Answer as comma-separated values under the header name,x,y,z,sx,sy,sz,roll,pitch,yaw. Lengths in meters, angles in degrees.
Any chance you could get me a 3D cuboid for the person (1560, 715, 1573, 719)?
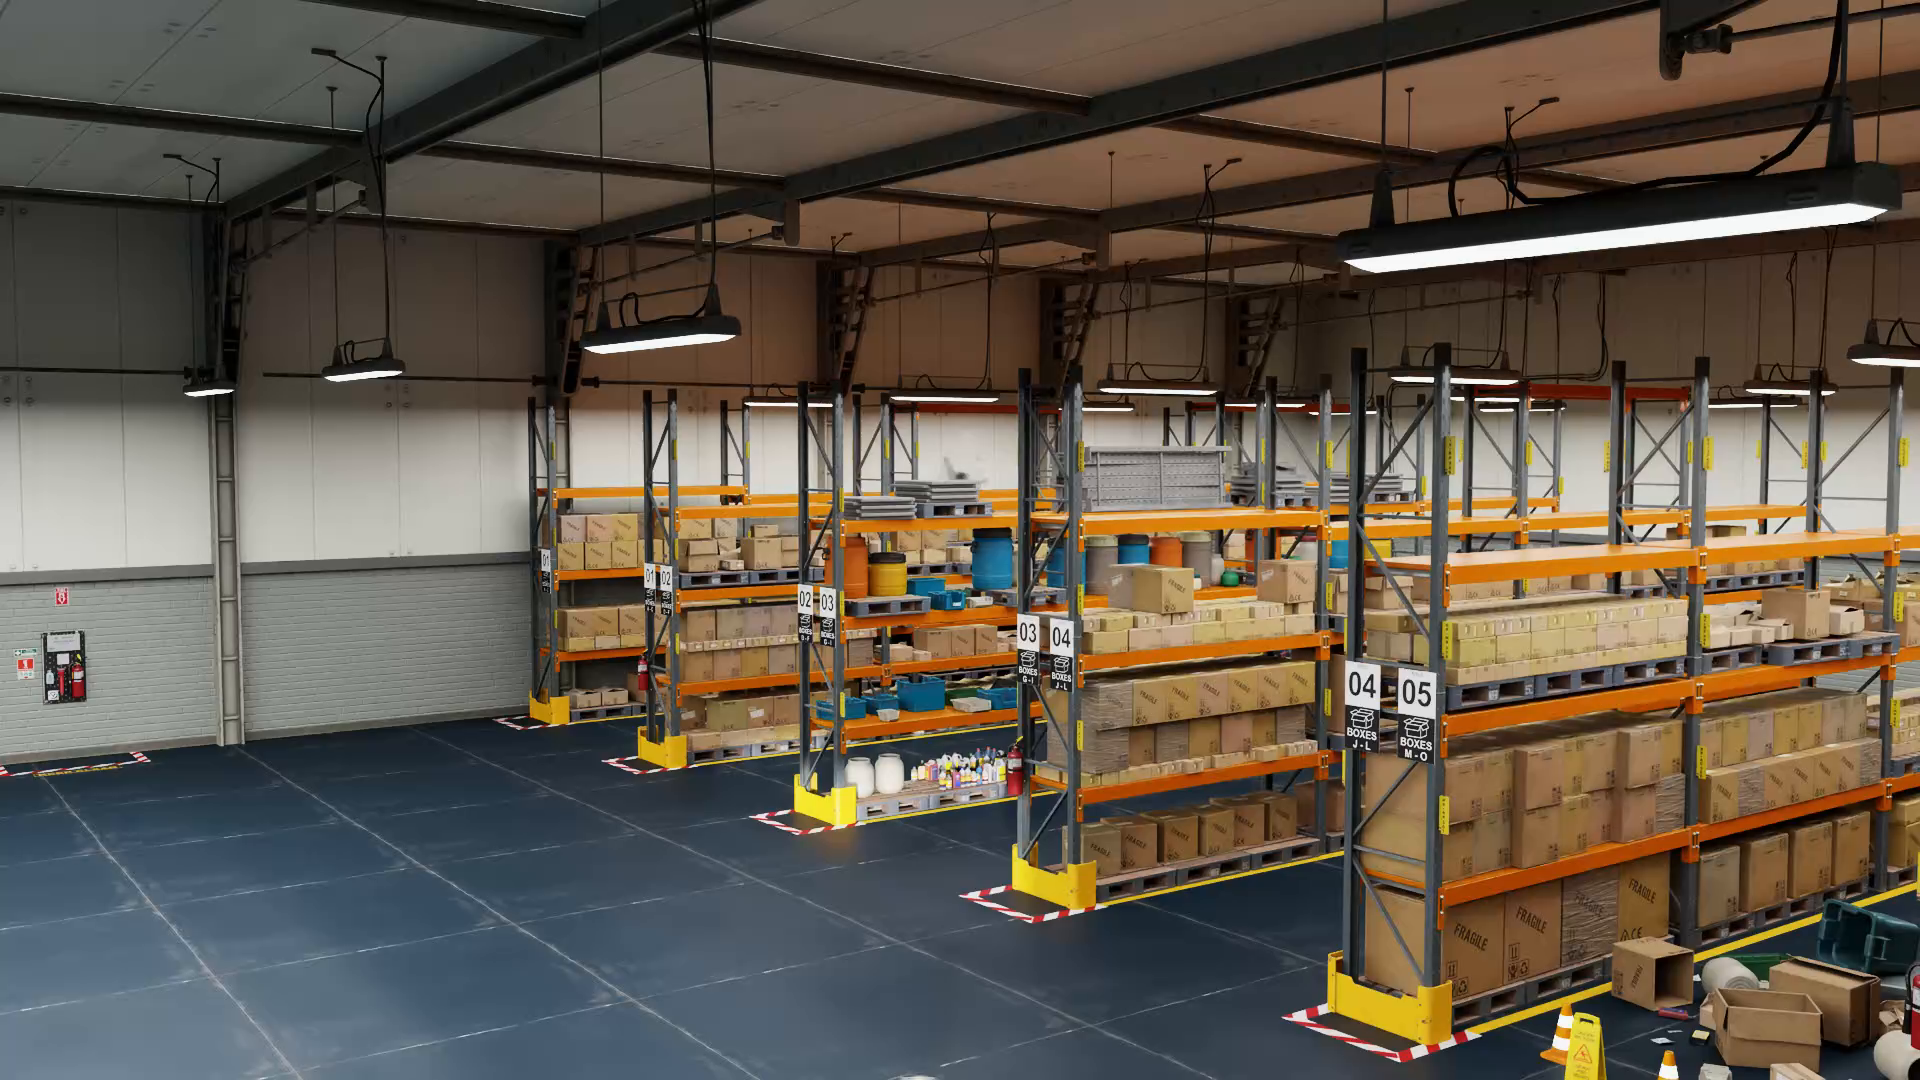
name,x,y,z,sx,sy,sz,roll,pitch,yaw
person,7.844,3.044,21.318,0.623,1.724,0.749,-3,4,-41
